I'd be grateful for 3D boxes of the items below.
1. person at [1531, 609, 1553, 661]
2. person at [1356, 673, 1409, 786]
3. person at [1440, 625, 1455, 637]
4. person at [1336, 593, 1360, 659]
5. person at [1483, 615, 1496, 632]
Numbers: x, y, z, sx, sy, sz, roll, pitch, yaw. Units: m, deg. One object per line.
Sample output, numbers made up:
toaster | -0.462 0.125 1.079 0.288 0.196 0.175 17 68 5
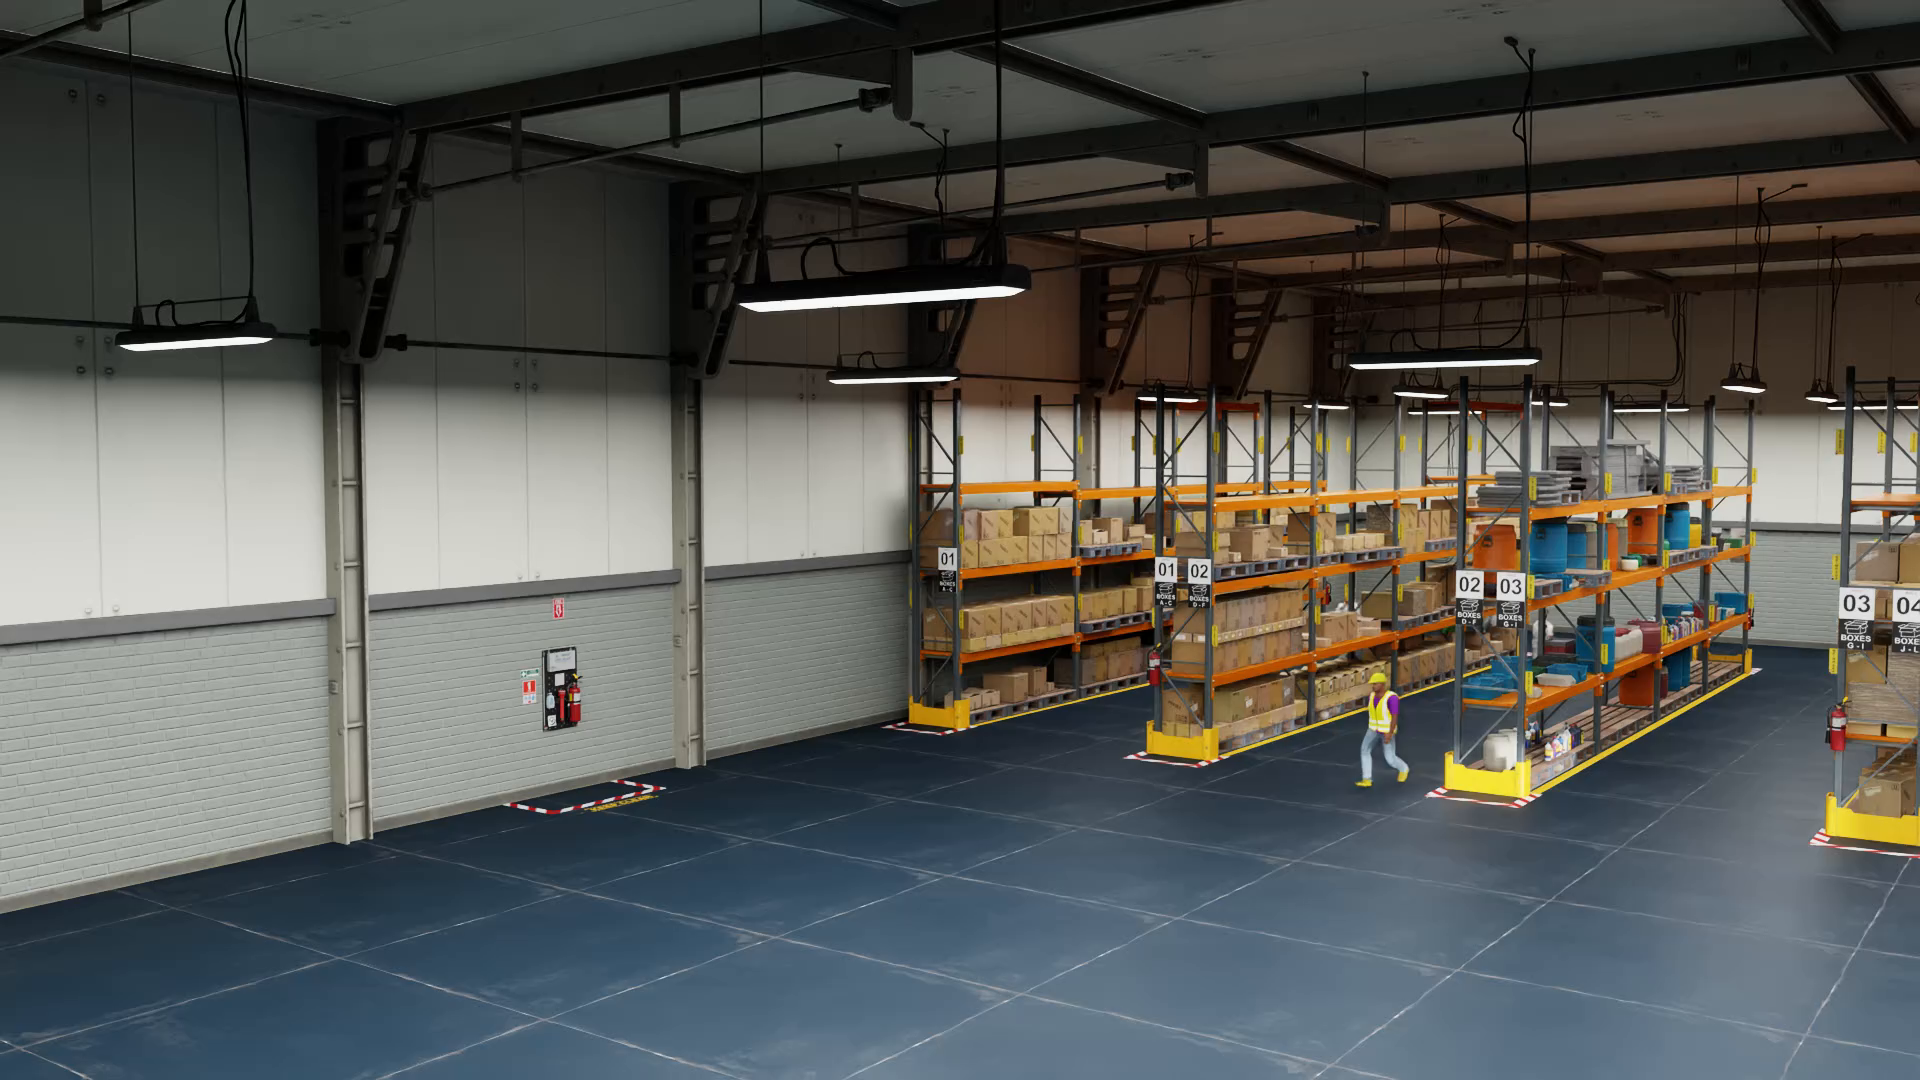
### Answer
person | 12.005 2.222 34.278 0.435 1.613 1.058 1 4 25
person | 6.206 2.781 24.508 1.067 1.644 0.563 -3 4 -42
person | 12.100 1.778 41.084 0.706 1.764 0.597 -1 3 -9
person | 8.537 2.004 37.030 1.117 1.711 0.627 -2 4 -35
person | 13.722 1.722 43.050 0.456 1.653 0.862 -2 4 -34
